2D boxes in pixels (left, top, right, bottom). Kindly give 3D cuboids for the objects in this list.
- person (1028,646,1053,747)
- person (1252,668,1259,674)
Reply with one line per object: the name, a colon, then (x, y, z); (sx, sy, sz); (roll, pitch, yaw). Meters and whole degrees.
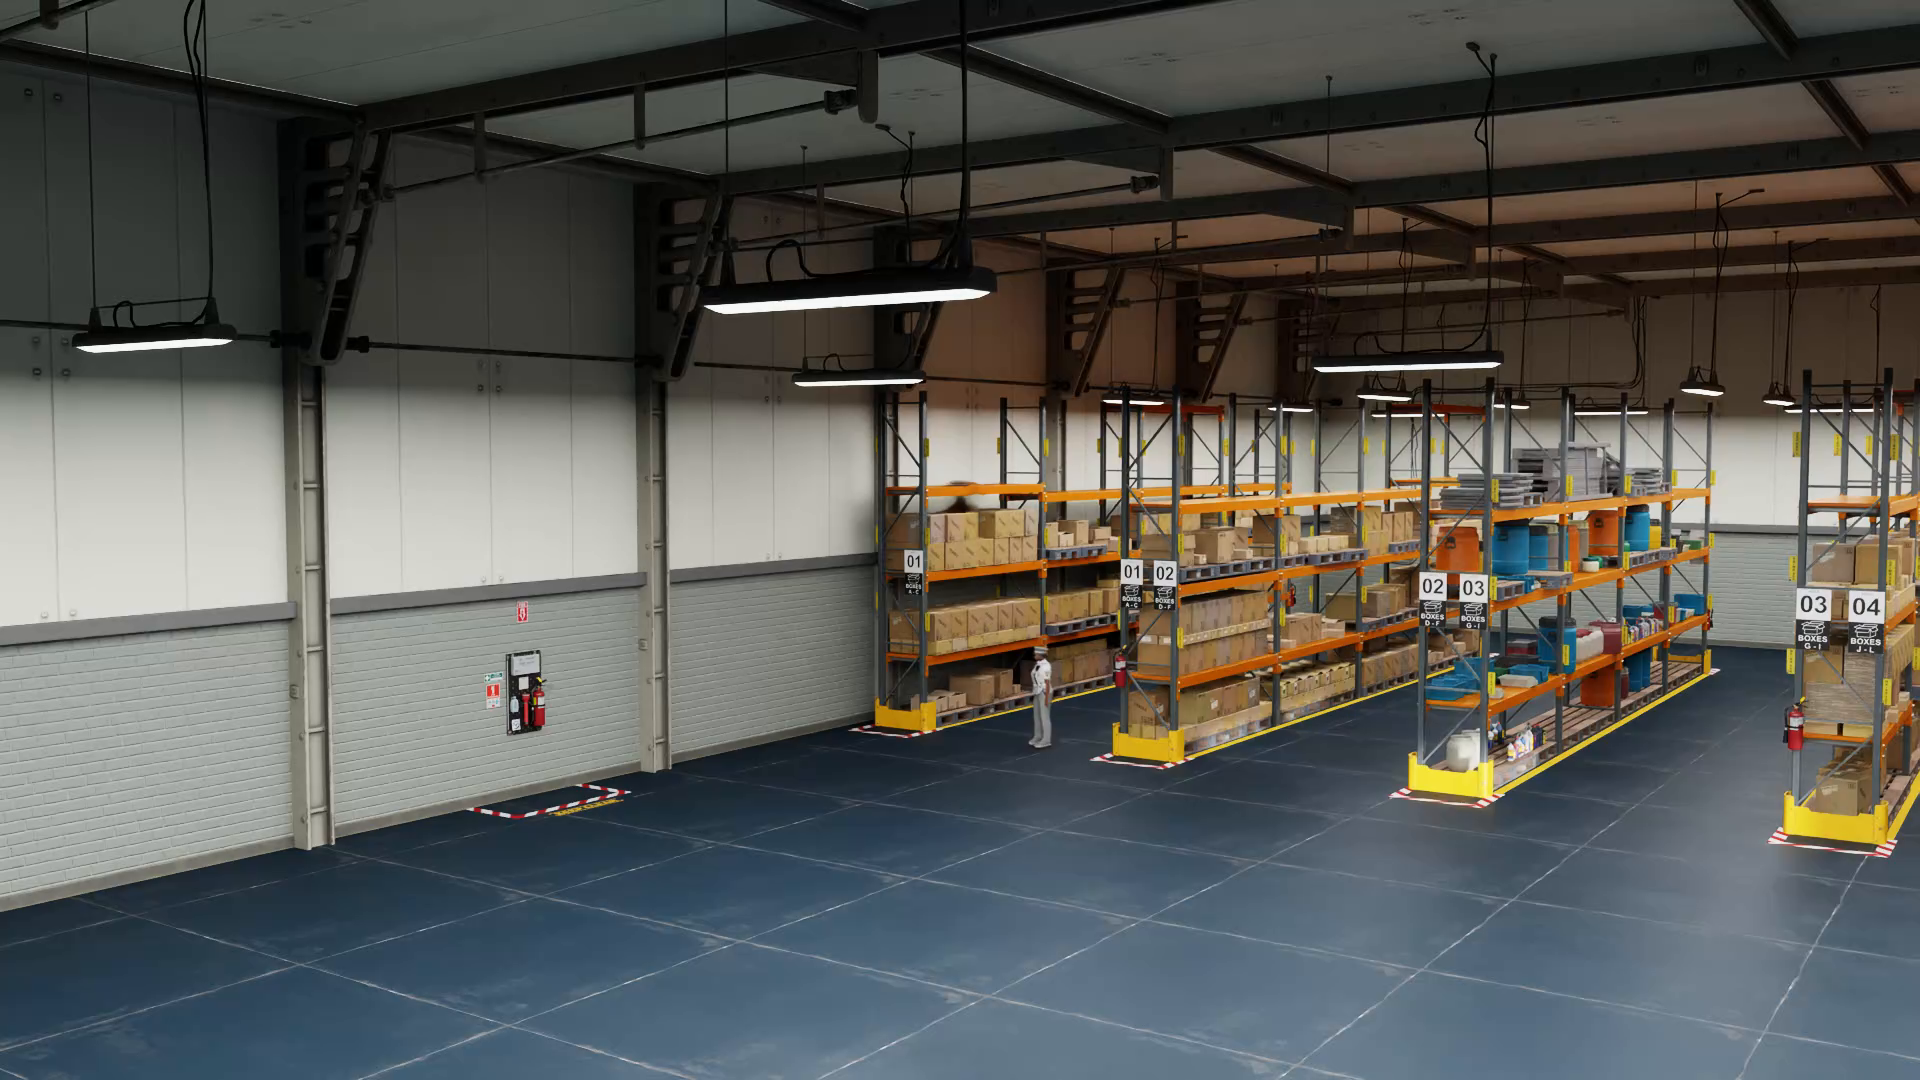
person: (1.356, 2.613, 27.904); (0.390, 1.676, 0.501); (-1, 3, -16)
person: (6.030, 2.238, 34.712); (0.610, 1.813, 0.877); (2, 4, 34)
